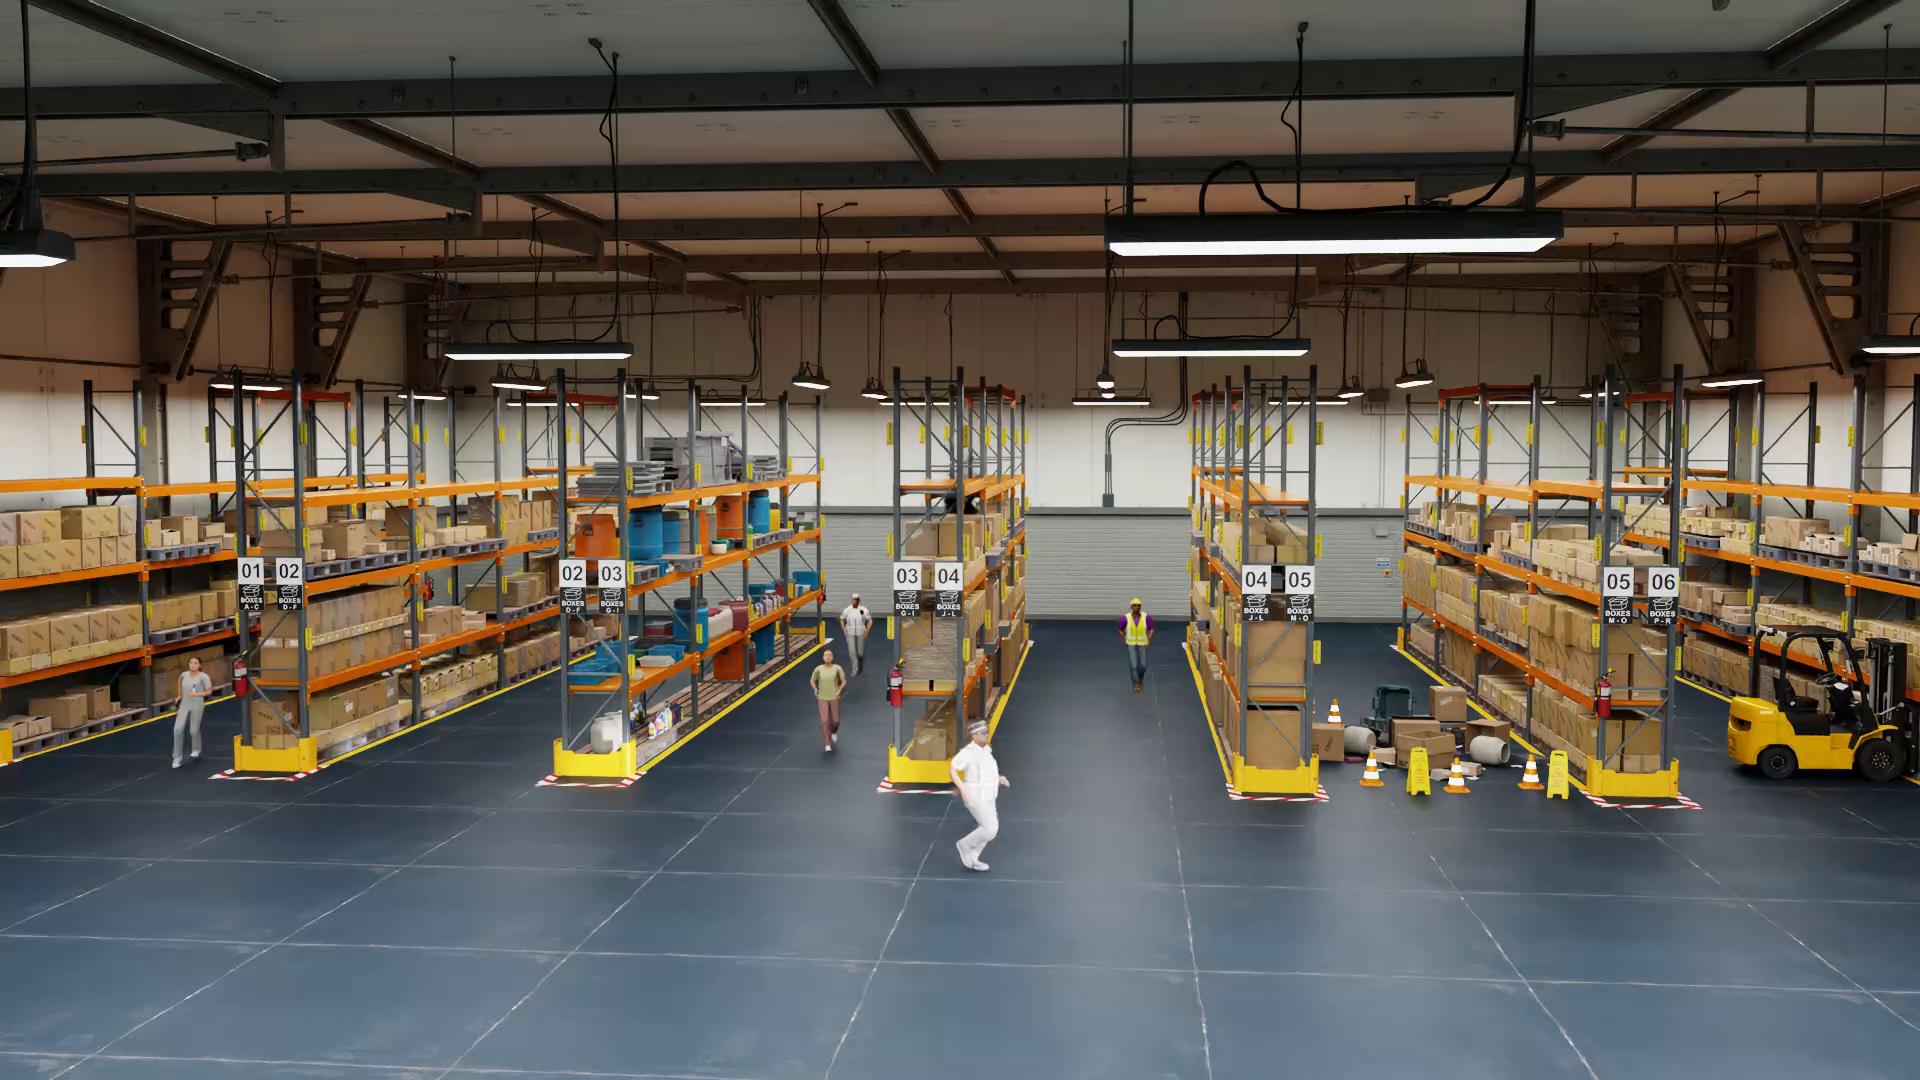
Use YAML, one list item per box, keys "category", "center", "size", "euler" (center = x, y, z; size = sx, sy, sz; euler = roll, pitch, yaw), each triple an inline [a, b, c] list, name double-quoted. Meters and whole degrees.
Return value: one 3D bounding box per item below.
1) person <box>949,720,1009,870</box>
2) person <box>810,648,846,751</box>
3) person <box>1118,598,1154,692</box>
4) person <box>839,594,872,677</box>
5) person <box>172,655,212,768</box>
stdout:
- category: "person"
  center: [0.276, 2.942, 19.115]
  size: [0.597, 1.729, 0.661]
  euler: [2, 4, 30]
- category: "person"
  center: [-2.110, 2.537, 26.582]
  size: [0.580, 1.619, 0.609]
  euler: [0, 4, -4]
- category: "person"
  center: [3.254, 1.913, 30.648]
  size: [0.679, 1.679, 0.531]
  euler: [0, 4, 2]
- category: "person"
  center: [-2.058, 1.865, 32.786]
  size: [0.650, 1.618, 0.589]
  euler: [0, 4, -3]
- category: "person"
  center: [-11.742, 2.608, 25.512]
  size: [0.561, 1.710, 0.791]
  euler: [0, 4, -6]
